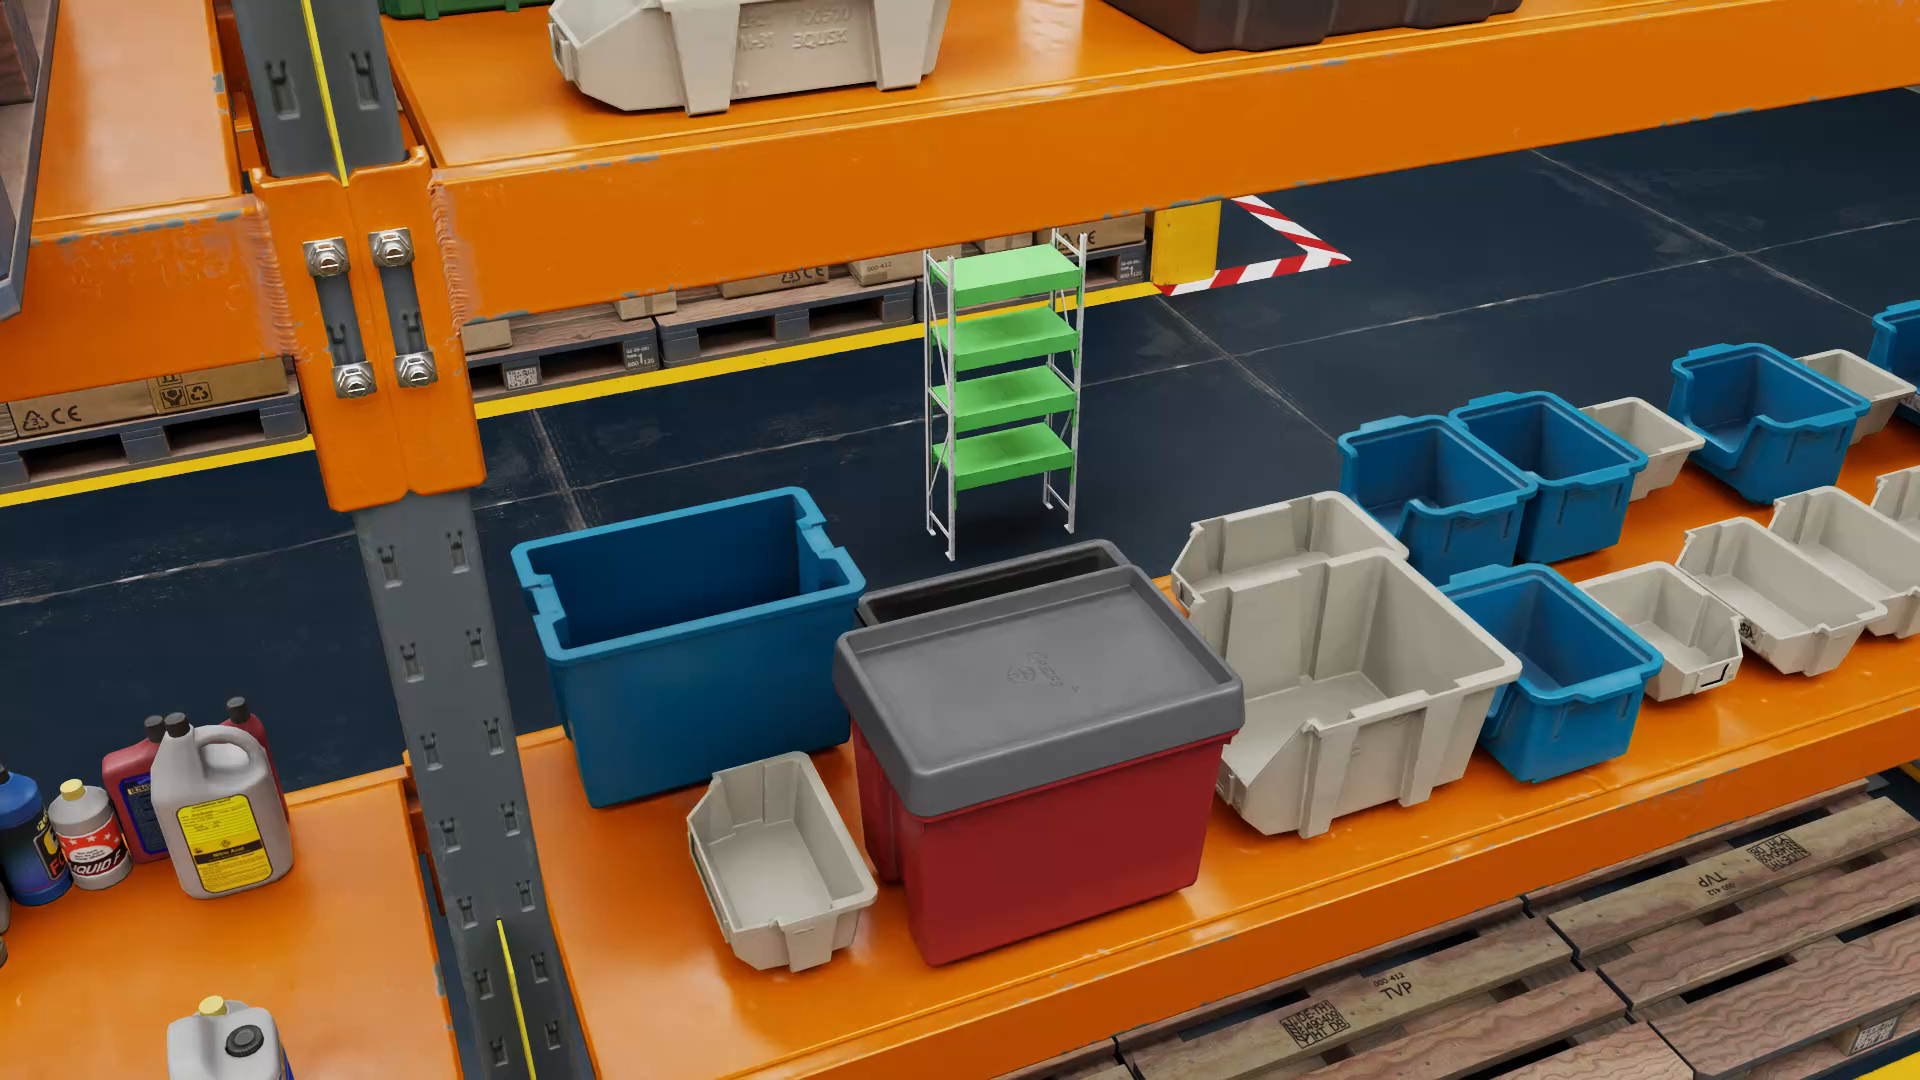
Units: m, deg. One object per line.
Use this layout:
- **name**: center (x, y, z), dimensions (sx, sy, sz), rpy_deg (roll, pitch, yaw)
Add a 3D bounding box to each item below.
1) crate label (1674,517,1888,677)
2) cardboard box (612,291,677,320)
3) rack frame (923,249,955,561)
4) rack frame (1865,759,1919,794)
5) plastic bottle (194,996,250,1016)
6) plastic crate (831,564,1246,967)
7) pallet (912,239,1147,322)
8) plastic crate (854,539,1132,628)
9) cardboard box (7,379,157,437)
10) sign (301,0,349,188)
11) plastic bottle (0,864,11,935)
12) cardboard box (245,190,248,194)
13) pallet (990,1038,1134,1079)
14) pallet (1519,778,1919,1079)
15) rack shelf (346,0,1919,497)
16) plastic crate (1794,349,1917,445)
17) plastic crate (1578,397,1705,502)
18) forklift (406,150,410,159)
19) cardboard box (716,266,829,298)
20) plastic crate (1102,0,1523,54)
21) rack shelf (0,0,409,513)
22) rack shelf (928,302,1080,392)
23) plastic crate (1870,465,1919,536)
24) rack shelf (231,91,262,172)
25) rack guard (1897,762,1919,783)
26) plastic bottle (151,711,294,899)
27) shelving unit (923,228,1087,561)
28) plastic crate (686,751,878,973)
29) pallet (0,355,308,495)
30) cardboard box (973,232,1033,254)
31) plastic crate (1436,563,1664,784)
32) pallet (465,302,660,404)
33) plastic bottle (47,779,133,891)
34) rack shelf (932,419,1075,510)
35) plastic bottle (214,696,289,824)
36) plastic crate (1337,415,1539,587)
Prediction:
- **crate label**: center (1.688, 0.127, 3.492), dimensions (0.243, 0.136, 0.396), rpy_deg (-13, 35, -19)
- **cardboard box**: center (-1.448, -1.158, 7.474), dimensions (0.250, 0.166, 0.380), rpy_deg (-13, 35, -19)
- **rack frame**: center (-0.072, -0.486, 5.897), dimensions (0.015, 1.200, 0.240), rpy_deg (-13, 35, -19)
- **rack frame**: center (2.890, -0.347, 4.033), dimensions (0.127, 3.000, 1.000), rpy_deg (-13, 35, -19)
- **plastic bottle**: center (-1.102, 0.768, 2.502), dimensions (0.097, 0.201, 0.097), rpy_deg (0, 33, 0)
- **plastic crate**: center (0.122, 0.383, 2.797), dimensions (0.583, 0.464, 0.402), rpy_deg (-13, 35, -19)
- **pallet**: center (0.171, -1.485, 8.339), dimensions (1.213, 0.211, 1.003), rpy_deg (-13, 35, -19)
- **plastic crate**: center (0.130, 0.216, 3.364), dimensions (0.590, 0.125, 0.437), rpy_deg (-13, 35, -19)
- **cardboard box**: center (-3.515, -0.782, 6.590), dimensions (0.500, 0.500, 0.500), rpy_deg (-13, 35, -19)
- **sign**: center (-0.587, -0.486, 1.489), dimensions (0.005, 0.325, 0.100), rpy_deg (-13, 35, -19)
- **plastic bottle**: center (-1.710, 0.533, 2.794), dimensions (0.135, 0.276, 0.152), rpy_deg (-13, 35, -19)
- **cardboard box**: center (-3.253, -1.151, 7.157), dimensions (0.500, 0.500, 0.500), rpy_deg (-15, 36, -21)
- **pallet**: center (-0.135, 1.492, 3.764), dimensions (1.213, 0.211, 1.003), rpy_deg (-13, 35, -19)
- **pallet**: center (2.114, 0.977, 4.556), dimensions (1.213, 0.211, 1.003), rpy_deg (-13, 35, -19)
- **rack shelf**: center (1.046, -0.880, 2.762), dimensions (4.000, 0.370, 1.077), rpy_deg (-13, 35, -19)
- **plastic crate**: center (2.207, -0.349, 4.222), dimensions (0.298, 0.136, 0.250), rpy_deg (-13, 35, -19)
- **plastic crate**: center (1.582, -0.206, 4.002), dimensions (0.298, 0.136, 0.250), rpy_deg (-13, 35, -19)
- **forklift**: center (-1.906, -3.561, 9.036), dimensions (3.031, 2.935, 1.130), rpy_deg (-12, 35, -18)
- **cardboard box**: center (-0.982, -1.531, 7.739), dimensions (0.637, 0.503, 0.797), rpy_deg (-13, 35, -19)
- **plastic crate**: center (0.453, -0.829, 2.144), dimensions (0.590, 0.269, 0.497), rpy_deg (-13, 35, -19)
- **rack shelf**: center (-2.642, -0.036, 1.464), dimensions (4.000, 0.370, 1.077), rpy_deg (-13, 35, -19)
- **rack shelf**: center (0.153, -0.685, 5.880), dimensions (0.480, 0.148, 0.258), rpy_deg (-13, 35, -19)
- **plastic crate**: center (2.208, 0.002, 3.684), dimensions (0.243, 0.136, 0.396), rpy_deg (-13, 35, -19)
- **rack shelf**: center (-4.556, -1.270, 6.111), dimensions (4.000, 0.370, 1.077), rpy_deg (-13, 35, -19)
- **rack guard**: center (2.907, 0.689, 4.732), dimensions (0.348, 0.500, 1.175), rpy_deg (-13, 35, -19)
- **plastic bottle**: center (-1.286, 0.438, 2.871), dimensions (0.185, 0.351, 0.144), rpy_deg (-13, 35, -19)
- **shelving unit**: center (0.153, -0.538, 5.976), dimensions (0.503, 1.200, 0.258), rpy_deg (-13, 35, -19)
- **plastic crate**: center (-0.314, 0.557, 2.831), dimensions (0.243, 0.136, 0.396), rpy_deg (-13, 35, -19)
- **pallet**: center (-3.448, -0.634, 7.032), dimensions (1.213, 0.211, 1.003), rpy_deg (-13, 35, -19)
- **cardboard box**: center (0.161, -1.556, 8.086), dimensions (0.250, 0.166, 0.380), rpy_deg (-13, 35, -19)
- **plastic crate**: center (1.096, 0.261, 3.197), dimensions (0.300, 0.233, 0.416), rpy_deg (-13, 35, -19)
- **pallet**: center (-2.079, -0.970, 7.547), dimensions (1.213, 0.211, 1.003), rpy_deg (-13, 35, -19)
- **plastic bottle**: center (-1.524, 0.506, 2.905), dimensions (0.097, 0.201, 0.097), rpy_deg (0, 33, 0)
- **rack shelf**: center (0.153, -0.283, 6.142), dimensions (0.480, 0.148, 0.258), rpy_deg (-13, 35, -19)
- **plastic bottle**: center (-1.302, 0.409, 2.977), dimensions (0.133, 0.283, 0.061), rpy_deg (-13, 35, -19)
- **plastic crate**: center (1.044, -0.074, 3.712), dimensions (0.300, 0.233, 0.416), rpy_deg (-13, 35, -19)
